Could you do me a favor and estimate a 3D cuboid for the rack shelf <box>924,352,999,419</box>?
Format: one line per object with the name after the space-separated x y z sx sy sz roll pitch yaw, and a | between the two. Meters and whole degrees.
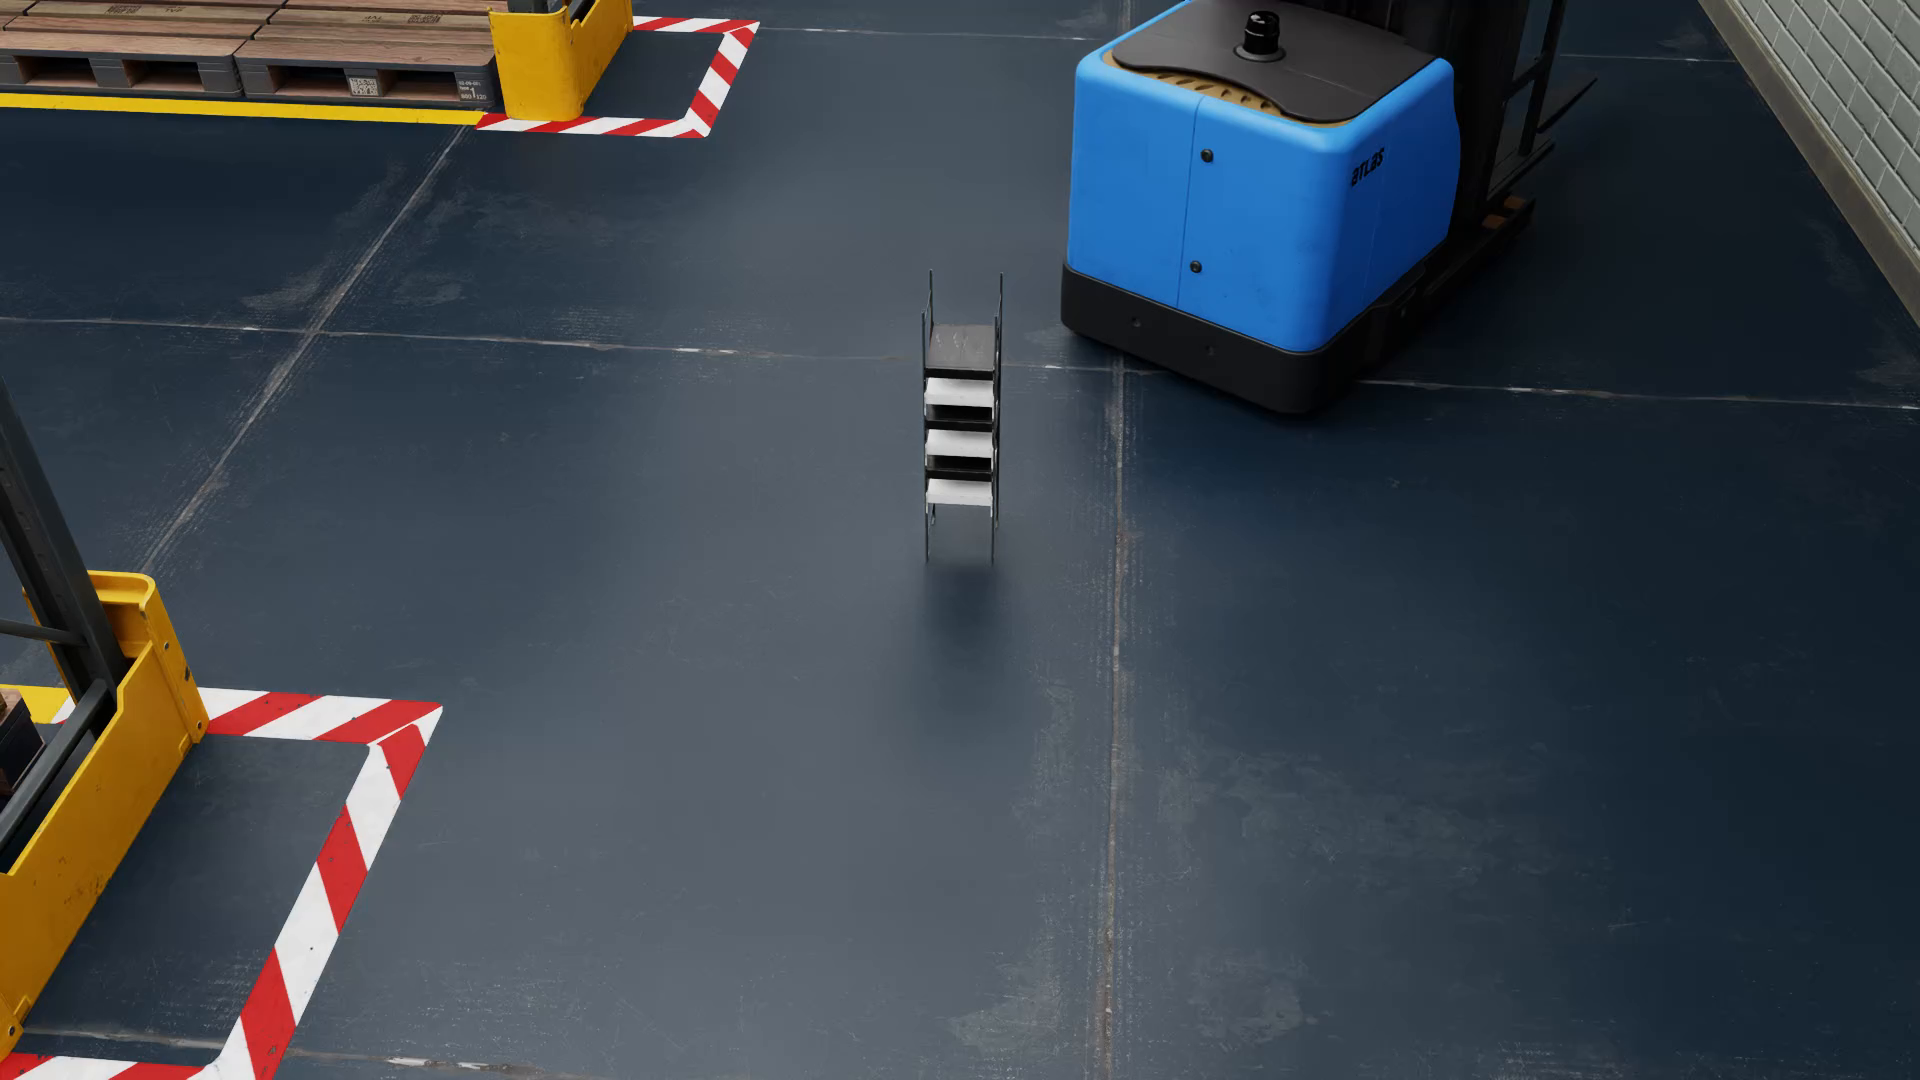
0.008 -0.462 4.873 0.200 0.077 0.258 3 39 4 | rack shelf

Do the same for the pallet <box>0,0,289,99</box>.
-3.928 -2.497 8.150 1.213 0.211 1.003 3 39 4 | pallet

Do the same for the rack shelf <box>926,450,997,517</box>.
0.008 -0.183 5.100 0.200 0.077 0.258 3 39 4 | rack shelf

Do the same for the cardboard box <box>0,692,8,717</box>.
-2.970 0.351 3.793 0.875 0.875 0.875 3 39 4 | cardboard box

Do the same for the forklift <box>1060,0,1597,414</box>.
1.672 -2.439 5.925 1.130 2.935 3.031 26 46 28 | forklift

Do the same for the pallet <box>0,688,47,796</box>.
-3.128 0.761 4.148 1.213 0.211 1.003 3 39 4 | pallet

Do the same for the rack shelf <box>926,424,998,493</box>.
0.008 -0.253 5.043 0.200 0.077 0.258 3 39 4 | rack shelf

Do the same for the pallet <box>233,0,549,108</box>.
-2.716 -2.429 8.067 1.213 0.211 1.003 3 39 4 | pallet

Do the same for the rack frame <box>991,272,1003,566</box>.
0.109 -0.343 4.959 0.006 0.900 0.240 3 39 4 | rack frame

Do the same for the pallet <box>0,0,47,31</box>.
-5.147 -2.562 8.230 1.213 0.211 1.003 3 39 4 | pallet

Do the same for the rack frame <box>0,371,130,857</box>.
-2.325 -0.326 3.274 0.127 3.000 1.000 3 39 4 | rack frame

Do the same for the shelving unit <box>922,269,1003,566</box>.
0.008 -0.349 4.965 0.210 0.900 0.258 3 39 4 | shelving unit

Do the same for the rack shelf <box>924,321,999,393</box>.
0.008 -0.532 4.816 0.200 0.077 0.258 3 39 4 | rack shelf

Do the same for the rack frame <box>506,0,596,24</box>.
-1.898 -3.441 7.101 0.127 3.000 1.000 3 39 4 | rack frame

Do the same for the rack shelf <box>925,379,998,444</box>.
0.008 -0.393 4.930 0.200 0.077 0.258 3 39 4 | rack shelf

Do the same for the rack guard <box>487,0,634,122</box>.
-1.873 -2.478 7.899 0.348 0.500 1.175 3 39 4 | rack guard

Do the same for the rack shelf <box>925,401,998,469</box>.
0.008 -0.323 4.986 0.200 0.077 0.258 3 39 4 | rack shelf

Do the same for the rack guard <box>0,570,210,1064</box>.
-2.301 0.645 4.062 0.348 0.500 1.175 3 39 4 | rack guard

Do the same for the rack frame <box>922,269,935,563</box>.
-0.093 -0.354 4.972 0.006 0.900 0.240 3 39 4 | rack frame
